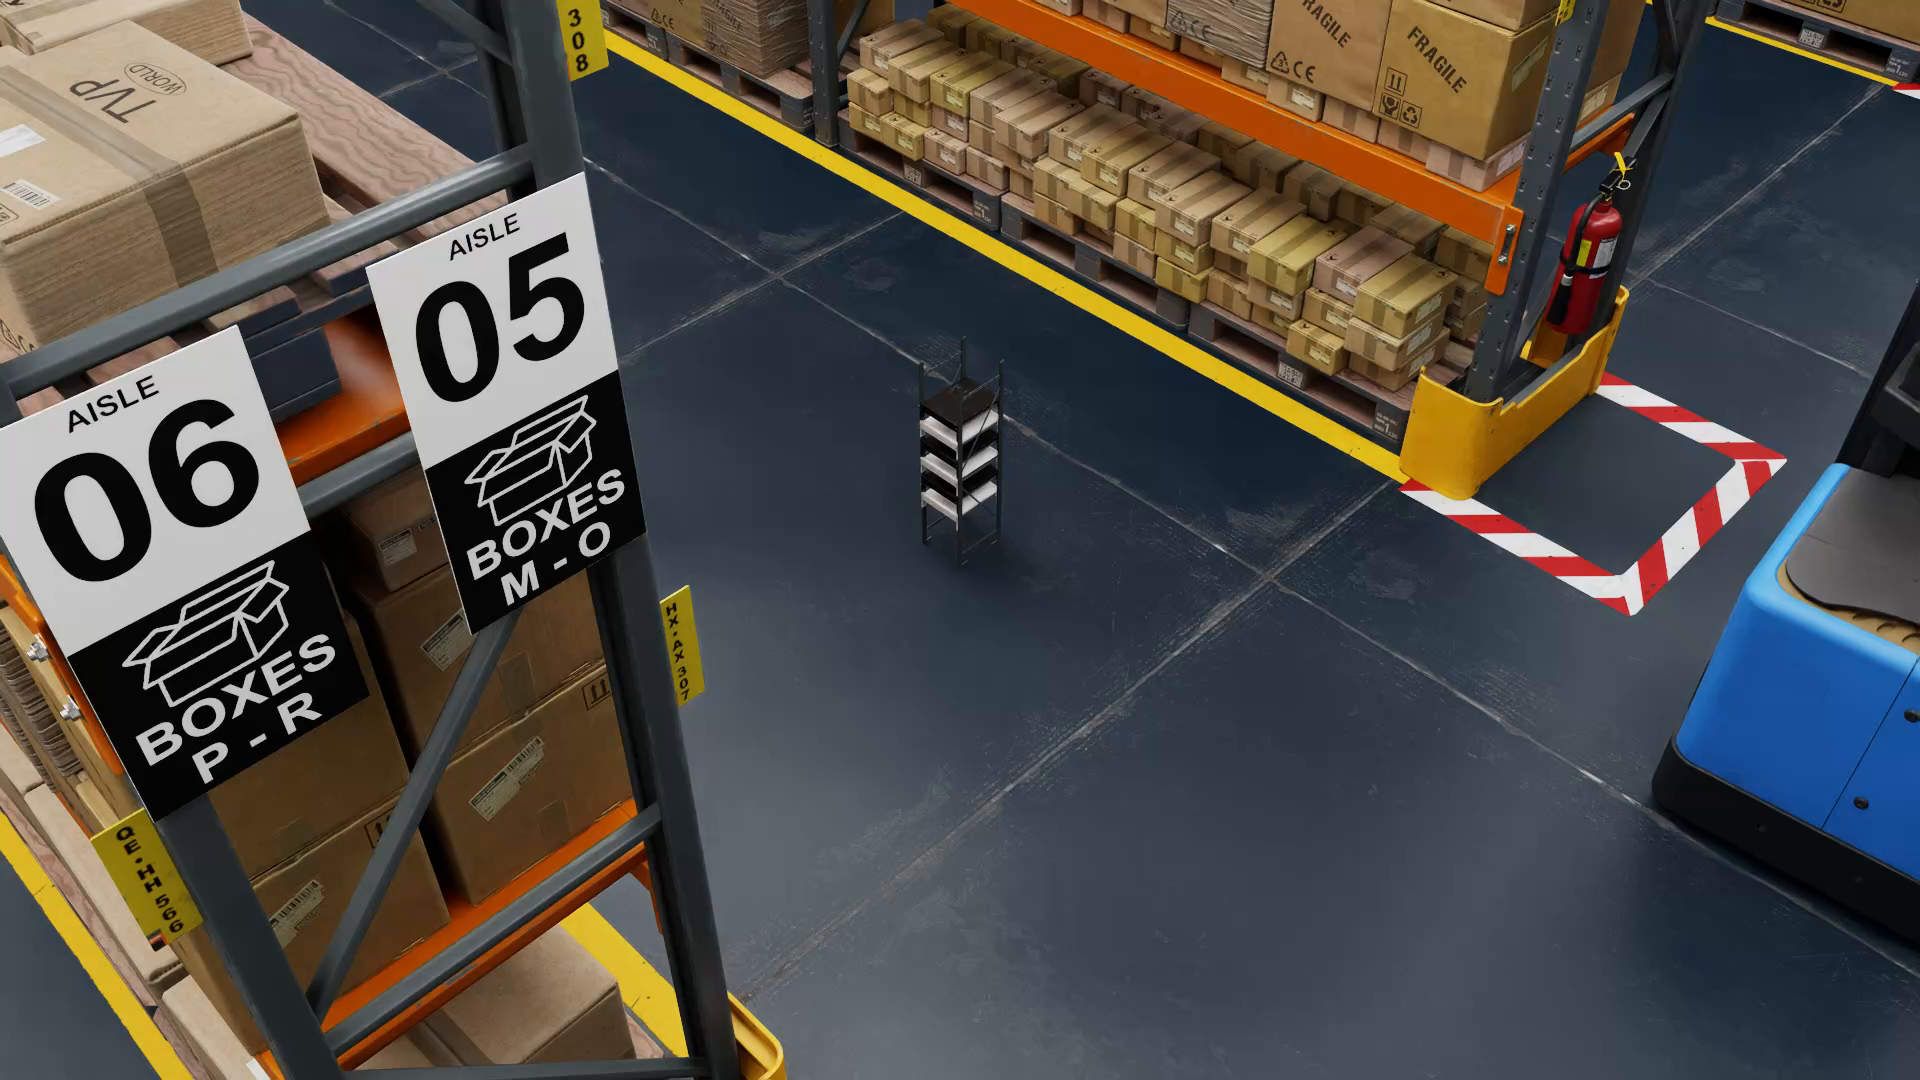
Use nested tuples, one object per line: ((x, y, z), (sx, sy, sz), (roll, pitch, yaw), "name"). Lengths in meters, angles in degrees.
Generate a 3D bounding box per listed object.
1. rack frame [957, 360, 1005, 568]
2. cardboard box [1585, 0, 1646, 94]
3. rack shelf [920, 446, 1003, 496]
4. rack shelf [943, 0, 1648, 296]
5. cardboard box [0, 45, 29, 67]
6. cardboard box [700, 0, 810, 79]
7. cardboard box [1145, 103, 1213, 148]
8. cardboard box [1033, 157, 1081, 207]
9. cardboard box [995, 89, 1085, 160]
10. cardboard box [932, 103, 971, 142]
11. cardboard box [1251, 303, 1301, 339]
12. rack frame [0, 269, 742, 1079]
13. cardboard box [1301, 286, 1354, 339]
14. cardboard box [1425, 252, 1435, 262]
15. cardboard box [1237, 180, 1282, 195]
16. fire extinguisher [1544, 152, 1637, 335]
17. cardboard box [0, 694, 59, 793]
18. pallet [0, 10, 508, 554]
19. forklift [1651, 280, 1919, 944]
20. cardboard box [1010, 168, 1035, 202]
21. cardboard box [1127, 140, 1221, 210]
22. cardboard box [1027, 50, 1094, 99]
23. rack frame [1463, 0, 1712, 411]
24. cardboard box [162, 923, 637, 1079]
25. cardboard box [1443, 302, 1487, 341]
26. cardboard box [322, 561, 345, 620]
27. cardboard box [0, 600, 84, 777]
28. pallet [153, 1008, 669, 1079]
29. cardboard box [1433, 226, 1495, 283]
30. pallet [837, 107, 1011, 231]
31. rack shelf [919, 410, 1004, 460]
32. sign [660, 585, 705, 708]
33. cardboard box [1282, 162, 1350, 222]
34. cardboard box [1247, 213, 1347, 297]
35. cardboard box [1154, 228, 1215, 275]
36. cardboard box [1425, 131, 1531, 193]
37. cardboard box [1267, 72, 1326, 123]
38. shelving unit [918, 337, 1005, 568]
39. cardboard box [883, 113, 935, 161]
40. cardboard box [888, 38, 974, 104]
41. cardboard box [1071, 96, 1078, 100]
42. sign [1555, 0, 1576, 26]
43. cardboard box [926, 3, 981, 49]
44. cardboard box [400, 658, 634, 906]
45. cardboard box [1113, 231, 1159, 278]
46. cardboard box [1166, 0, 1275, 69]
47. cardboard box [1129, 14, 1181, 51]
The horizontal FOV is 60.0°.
((0.078, -0.278, 6.387), (0.240, 0.900, 0.006), (-34, 53, -31), "rack frame")
((2.308, -2.067, 6.483), (0.500, 0.500, 0.500), (-32, 51, -30), "cardboard box")
((0.006, -0.302, 6.463), (0.258, 0.077, 0.200), (-34, 53, -31), "rack shelf")
((1.017, -2.269, 7.526), (1.077, 0.370, 4.000), (-34, 53, -31), "rack shelf")
((-1.738, -0.688, 2.876), (0.250, 0.149, 0.380), (30, 51, 29), "cardboard box")
((-1.096, -2.966, 9.282), (0.500, 0.500, 0.500), (33, 52, 31), "cardboard box")
((1.111, -2.011, 8.069), (0.380, 0.149, 0.250), (-34, 52, -31), "cardboard box")
((0.573, -1.779, 8.037), (0.250, 0.149, 0.380), (34, 52, 31), "cardboard box")
((0.389, -2.021, 8.080), (0.380, 0.149, 0.250), (-33, 52, -30), "cardboard box")
((0.074, -2.205, 8.498), (0.250, 0.149, 0.380), (34, 52, 31), "cardboard box")
((1.531, -1.076, 7.495), (0.250, 0.149, 0.380), (34, 52, 31), "cardboard box")
((-1.004, 0.848, 3.622), (1.000, 3.000, 0.127), (-34, 53, -31), "rack frame")
((1.708, -1.057, 7.256), (0.250, 0.149, 0.380), (33, 52, 31), "cardboard box")
((2.088, -1.322, 7.543), (0.250, 0.149, 0.380), (34, 52, 31), "cardboard box")
((1.493, -1.655, 7.903), (0.250, 0.149, 0.380), (32, 51, 30), "cardboard box")
((2.281, -1.065, 6.024), (0.296, 0.674, 0.183), (-34, 53, -31), "fire extinguisher")
((-2.246, 0.216, 4.232), (0.500, 0.500, 0.500), (-33, 52, -30), "cardboard box")
((-1.535, -0.572, 3.014), (1.003, 0.211, 1.213), (-34, 53, -31), "pallet")
((3.714, -0.701, 5.349), (1.130, 2.935, 3.031), (30, 50, 28), "forklift")
((0.464, -1.840, 8.322), (0.250, 0.149, 0.380), (32, 51, 30), "cardboard box")
((0.992, -1.680, 7.711), (0.250, 0.149, 0.380), (32, 52, 30), "cardboard box")
((0.558, -2.392, 8.481), (0.380, 0.149, 0.250), (-32, 52, -30), "cardboard box")
((2.429, -1.573, 6.242), (1.000, 3.000, 0.127), (-34, 53, -31), "rack frame")
((-1.541, 1.366, 4.640), (0.875, 0.438, 0.875), (32, 52, 30), "cardboard box")
((2.286, -1.085, 7.505), (0.380, 0.149, 0.250), (-33, 52, -31), "cardboard box")
((-1.399, 0.130, 3.111), (0.380, 0.149, 0.250), (-33, 52, -31), "cardboard box")
((-1.903, 0.090, 3.632), (0.500, 0.500, 0.500), (-34, 52, -31), "cardboard box")
((-1.624, 1.526, 4.943), (1.003, 0.211, 1.213), (-34, 53, -31), "pallet")
((2.300, -1.313, 7.313), (0.250, 0.149, 0.380), (32, 51, 30), "cardboard box")
((0.104, -2.165, 8.937), (1.003, 0.211, 1.213), (-34, 53, -31), "pallet")
((0.006, -0.434, 6.341), (0.258, 0.077, 0.200), (-34, 53, -31), "rack shelf")
((-0.607, 0.238, 3.586), (0.100, 0.325, 0.005), (-34, 53, -31), "sign")
((1.699, -1.650, 7.678), (0.250, 0.149, 0.380), (32, 51, 30), "cardboard box")
((1.466, -1.243, 7.238), (0.250, 0.149, 0.380), (33, 52, 31), "cardboard box")
((1.112, -1.397, 7.624), (0.380, 0.149, 0.250), (-33, 52, -31), "cardboard box")
((1.999, -1.502, 6.350), (0.380, 0.149, 0.250), (-34, 53, -31), "cardboard box")
((1.466, -1.864, 6.742), (0.380, 0.149, 0.250), (-33, 52, -30), "cardboard box")
((0.006, -0.327, 6.440), (0.258, 0.900, 0.210), (-34, 53, -31), "shelving unit")
((-0.178, -2.145, 8.652), (0.380, 0.149, 0.250), (-33, 52, -30), "cardboard box")
((-0.146, -2.395, 8.484), (0.380, 0.149, 0.250), (-31, 51, -29), "cardboard box")
((0.561, -2.300, 8.601), (0.380, 0.149, 0.250), (-34, 52, -31), "cardboard box")
((2.022, -1.858, 5.464), (0.100, 0.325, 0.005), (-34, 53, -31), "sign")
((0.040, -2.774, 8.895), (0.380, 0.149, 0.250), (-33, 52, -30), "cardboard box")
((-1.140, 0.443, 3.986), (0.500, 0.500, 0.500), (34, 52, 31), "cardboard box")
((0.944, -1.422, 7.870), (0.380, 0.149, 0.250), (-33, 52, -31), "cardboard box")
((1.205, -2.300, 6.736), (0.500, 0.500, 0.500), (-34, 52, -31), "cardboard box")
((0.953, -2.282, 7.195), (0.380, 0.149, 0.250), (-33, 52, -31), "cardboard box")
